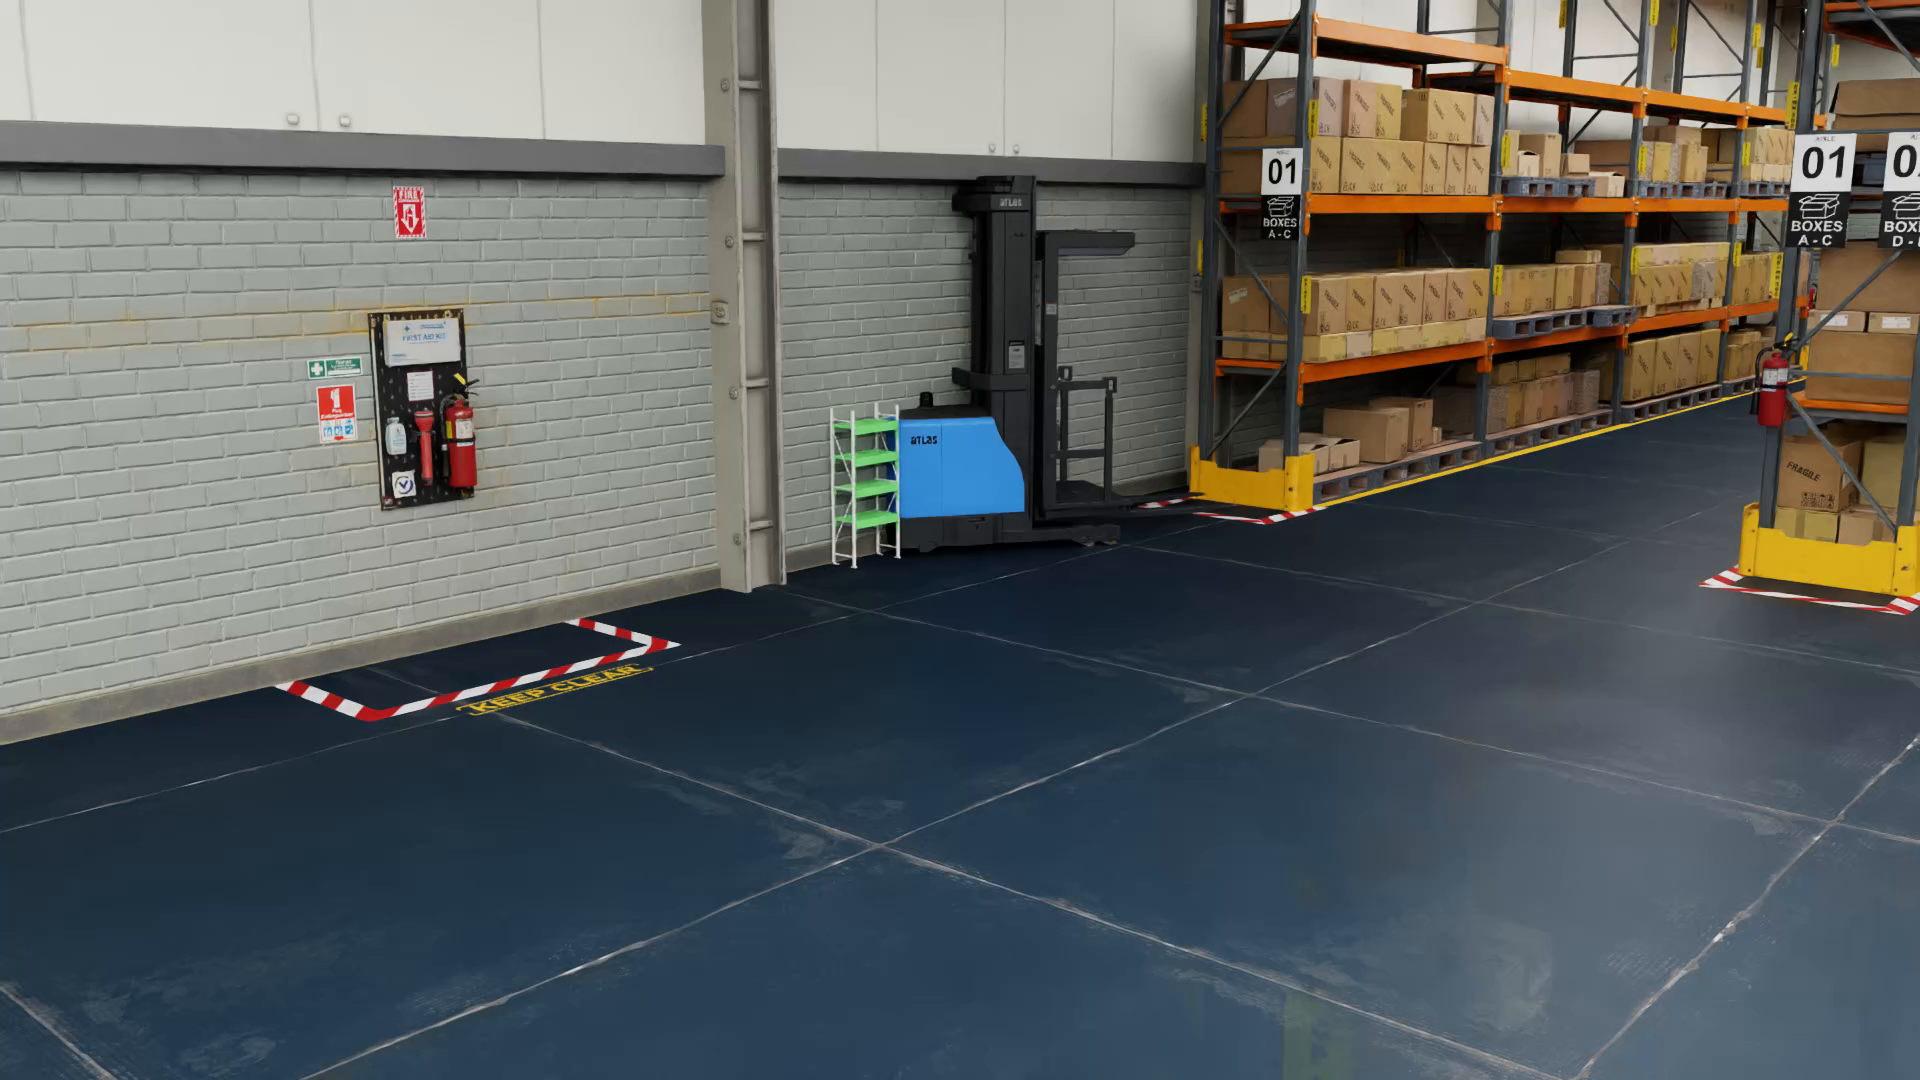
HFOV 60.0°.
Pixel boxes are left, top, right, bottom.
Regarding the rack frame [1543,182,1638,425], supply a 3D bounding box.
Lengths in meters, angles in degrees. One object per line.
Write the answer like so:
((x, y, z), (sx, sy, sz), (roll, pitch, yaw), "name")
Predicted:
((7.924, -2.987, 21.007), (1.000, 3.000, 0.127), (10, 15, 40), "rack frame")

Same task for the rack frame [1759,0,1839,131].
((13.205, -7.106, 26.312), (1.000, 3.000, 0.127), (10, 15, 40), "rack frame")

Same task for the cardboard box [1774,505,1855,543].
((6.499, -0.144, 12.724), (0.500, 0.250, 0.500), (10, 15, 40), "cardboard box")

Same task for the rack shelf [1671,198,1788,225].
((11.885, -4.988, 25.203), (1.077, 0.370, 4.000), (10, 15, 40), "rack shelf")

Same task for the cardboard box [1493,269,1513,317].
((5.646, -2.733, 18.360), (0.700, 0.500, 0.500), (10, 15, 41), "cardboard box")

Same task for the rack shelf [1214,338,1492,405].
((3.964, -1.751, 16.657), (1.077, 0.370, 4.000), (10, 15, 40), "rack shelf")

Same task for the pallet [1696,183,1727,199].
((9.997, -4.811, 22.971), (0.805, 0.209, 1.217), (9, 14, 38), "pallet")

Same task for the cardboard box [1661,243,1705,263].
((9.767, -3.897, 22.583), (0.500, 0.250, 0.500), (10, 15, 41), "cardboard box")

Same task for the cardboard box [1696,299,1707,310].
((10.070, -3.257, 22.948), (0.380, 0.149, 0.250), (10, 15, 40), "cardboard box")

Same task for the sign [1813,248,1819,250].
((13.604, -4.775, 26.401), (0.100, 0.325, 0.005), (10, 15, 40), "sign")

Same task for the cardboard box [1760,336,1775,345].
((12.488, -2.954, 26.154), (0.700, 0.500, 0.500), (10, 15, 40), "cardboard box")

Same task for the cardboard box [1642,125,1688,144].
((9.532, -5.483, 22.553), (0.500, 0.250, 0.500), (9, 15, 39), "cardboard box")

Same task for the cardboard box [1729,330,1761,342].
((11.843, -3.074, 25.096), (0.380, 0.149, 0.250), (9, 15, 39), "cardboard box")

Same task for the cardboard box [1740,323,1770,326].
((12.751, -3.390, 26.681), (0.380, 0.149, 0.250), (10, 15, 41), "cardboard box")

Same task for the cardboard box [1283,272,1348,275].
((3.473, -2.360, 16.286), (0.500, 0.500, 0.500), (9, 15, 39), "cardboard box")

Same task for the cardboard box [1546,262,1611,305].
((7.622, -3.181, 20.601), (0.700, 0.500, 0.500), (8, 14, 34), "cardboard box")

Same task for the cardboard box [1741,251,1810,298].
((12.876, -4.235, 26.488), (0.980, 0.700, 0.700), (11, 16, 43), "cardboard box")

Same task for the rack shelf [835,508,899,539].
((-0.726, -0.127, 12.834), (0.258, 0.148, 0.480), (10, 15, 40), "rack shelf")

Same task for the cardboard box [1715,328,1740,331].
((11.748, -3.166, 25.560), (0.380, 0.149, 0.250), (9, 15, 39), "cardboard box")

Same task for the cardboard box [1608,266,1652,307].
((8.437, -3.230, 21.158), (0.500, 0.500, 0.500), (10, 15, 42), "cardboard box")

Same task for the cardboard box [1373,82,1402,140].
((3.779, -3.999, 15.558), (0.500, 0.500, 0.500), (10, 15, 42), "cardboard box")

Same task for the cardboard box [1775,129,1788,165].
((11.903, -5.814, 24.643), (0.500, 0.500, 0.500), (10, 15, 41), "cardboard box")

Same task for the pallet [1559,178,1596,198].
((6.454, -4.007, 18.936), (1.213, 0.211, 1.003), (10, 15, 40), "pallet")

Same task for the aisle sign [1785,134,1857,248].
((6.103, -2.473, 11.797), (0.394, 0.787, 0.004), (10, 15, 40), "aisle sign")

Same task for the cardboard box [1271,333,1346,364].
((3.204, -1.777, 15.280), (0.500, 0.250, 0.500), (9, 15, 39), "cardboard box")

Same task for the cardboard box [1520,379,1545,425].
((6.428, -1.651, 19.578), (0.700, 0.500, 0.500), (10, 15, 41), "cardboard box")

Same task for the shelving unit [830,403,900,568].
((-0.726, -0.425, 12.774), (0.258, 1.200, 0.503), (10, 15, 40), "shelving unit")

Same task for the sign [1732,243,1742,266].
((10.979, -4.035, 23.503), (0.100, 0.325, 0.005), (10, 15, 40), "sign")

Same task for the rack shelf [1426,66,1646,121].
((6.604, -5.085, 19.055), (1.077, 0.370, 4.000), (10, 15, 40), "rack shelf")

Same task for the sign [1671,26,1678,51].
((10.164, -7.128, 23.636), (0.100, 0.325, 0.005), (10, 15, 40), "sign")

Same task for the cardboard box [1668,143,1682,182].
((9.204, -5.040, 22.250), (0.700, 0.500, 0.500), (10, 15, 40), "cardboard box")

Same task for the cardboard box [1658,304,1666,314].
((9.144, -3.085, 22.088), (0.380, 0.149, 0.250), (10, 15, 41), "cardboard box")

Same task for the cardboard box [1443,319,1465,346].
((4.864, -2.153, 17.166), (0.500, 0.250, 0.500), (10, 15, 41), "cardboard box")

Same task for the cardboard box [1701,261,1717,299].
((10.120, -3.603, 23.027), (0.500, 0.500, 0.500), (10, 15, 41), "cardboard box")

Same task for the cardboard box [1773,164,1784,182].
((11.899, -5.445, 24.710), (0.500, 0.250, 0.500), (9, 15, 39), "cardboard box")

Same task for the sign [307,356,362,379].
((-3.597, -0.992, 9.575), (0.001, 0.109, 0.331), (10, 15, 40), "sign")

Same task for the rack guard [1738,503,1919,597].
((6.351, 0.060, 12.137), (1.175, 0.500, 0.348), (10, 15, 40), "rack guard")

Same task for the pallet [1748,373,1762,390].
((11.931, -2.490, 25.638), (1.003, 0.211, 1.213), (10, 15, 40), "pallet")

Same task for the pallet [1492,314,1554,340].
((5.898, -2.398, 18.548), (1.003, 0.211, 1.213), (10, 15, 40), "pallet")

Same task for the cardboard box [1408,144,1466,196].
((4.793, -3.749, 16.858), (0.500, 0.500, 0.500), (8, 14, 36), "cardboard box")

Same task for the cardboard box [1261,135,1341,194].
((3.052, -3.356, 14.893), (0.500, 0.500, 0.500), (10, 15, 42), "cardboard box")

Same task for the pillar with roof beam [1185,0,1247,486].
((5.690, -4.410, 12.815), (9.100, 9.000, 0.400), (10, 15, 40), "pillar with roof beam")

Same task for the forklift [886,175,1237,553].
((0.793, -1.481, 13.644), (3.031, 2.935, 1.130), (-4, 12, -17), "forklift")

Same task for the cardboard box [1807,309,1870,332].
((6.476, -1.618, 12.241), (0.380, 0.149, 0.250), (9, 15, 39), "cardboard box")

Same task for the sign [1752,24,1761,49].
((10.980, -6.946, 22.924), (0.100, 0.325, 0.005), (10, 15, 40), "sign")

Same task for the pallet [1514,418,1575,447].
((6.602, -1.326, 19.810), (1.003, 0.211, 1.213), (10, 15, 40), "pallet")

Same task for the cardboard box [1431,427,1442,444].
((4.953, -1.142, 17.881), (0.380, 0.166, 0.250), (7, 14, 33), "cardboard box")

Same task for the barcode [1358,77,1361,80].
((4.043, -4.652, 16.835), (0.001, 0.075, 0.075), (10, 15, 40), "barcode")

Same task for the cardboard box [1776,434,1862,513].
((6.498, -0.512, 12.652), (0.500, 0.500, 0.500), (10, 15, 40), "cardboard box")

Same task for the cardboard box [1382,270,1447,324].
((4.539, -2.446, 16.716), (0.500, 0.500, 0.500), (9, 15, 39), "cardboard box")

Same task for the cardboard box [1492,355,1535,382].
((6.386, -2.009, 19.454), (0.500, 0.250, 0.500), (9, 15, 39), "cardboard box")

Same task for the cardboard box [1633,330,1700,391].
((9.649, -2.483, 22.903), (0.750, 0.750, 0.750), (10, 15, 42), "cardboard box")

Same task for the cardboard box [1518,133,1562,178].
((6.519, -4.376, 18.975), (0.500, 0.500, 0.500), (9, 14, 38), "cardboard box")

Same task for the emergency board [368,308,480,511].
((-3.165, -0.783, 9.974), (0.194, 1.169, 0.643), (10, 15, 40), "emergency board")
